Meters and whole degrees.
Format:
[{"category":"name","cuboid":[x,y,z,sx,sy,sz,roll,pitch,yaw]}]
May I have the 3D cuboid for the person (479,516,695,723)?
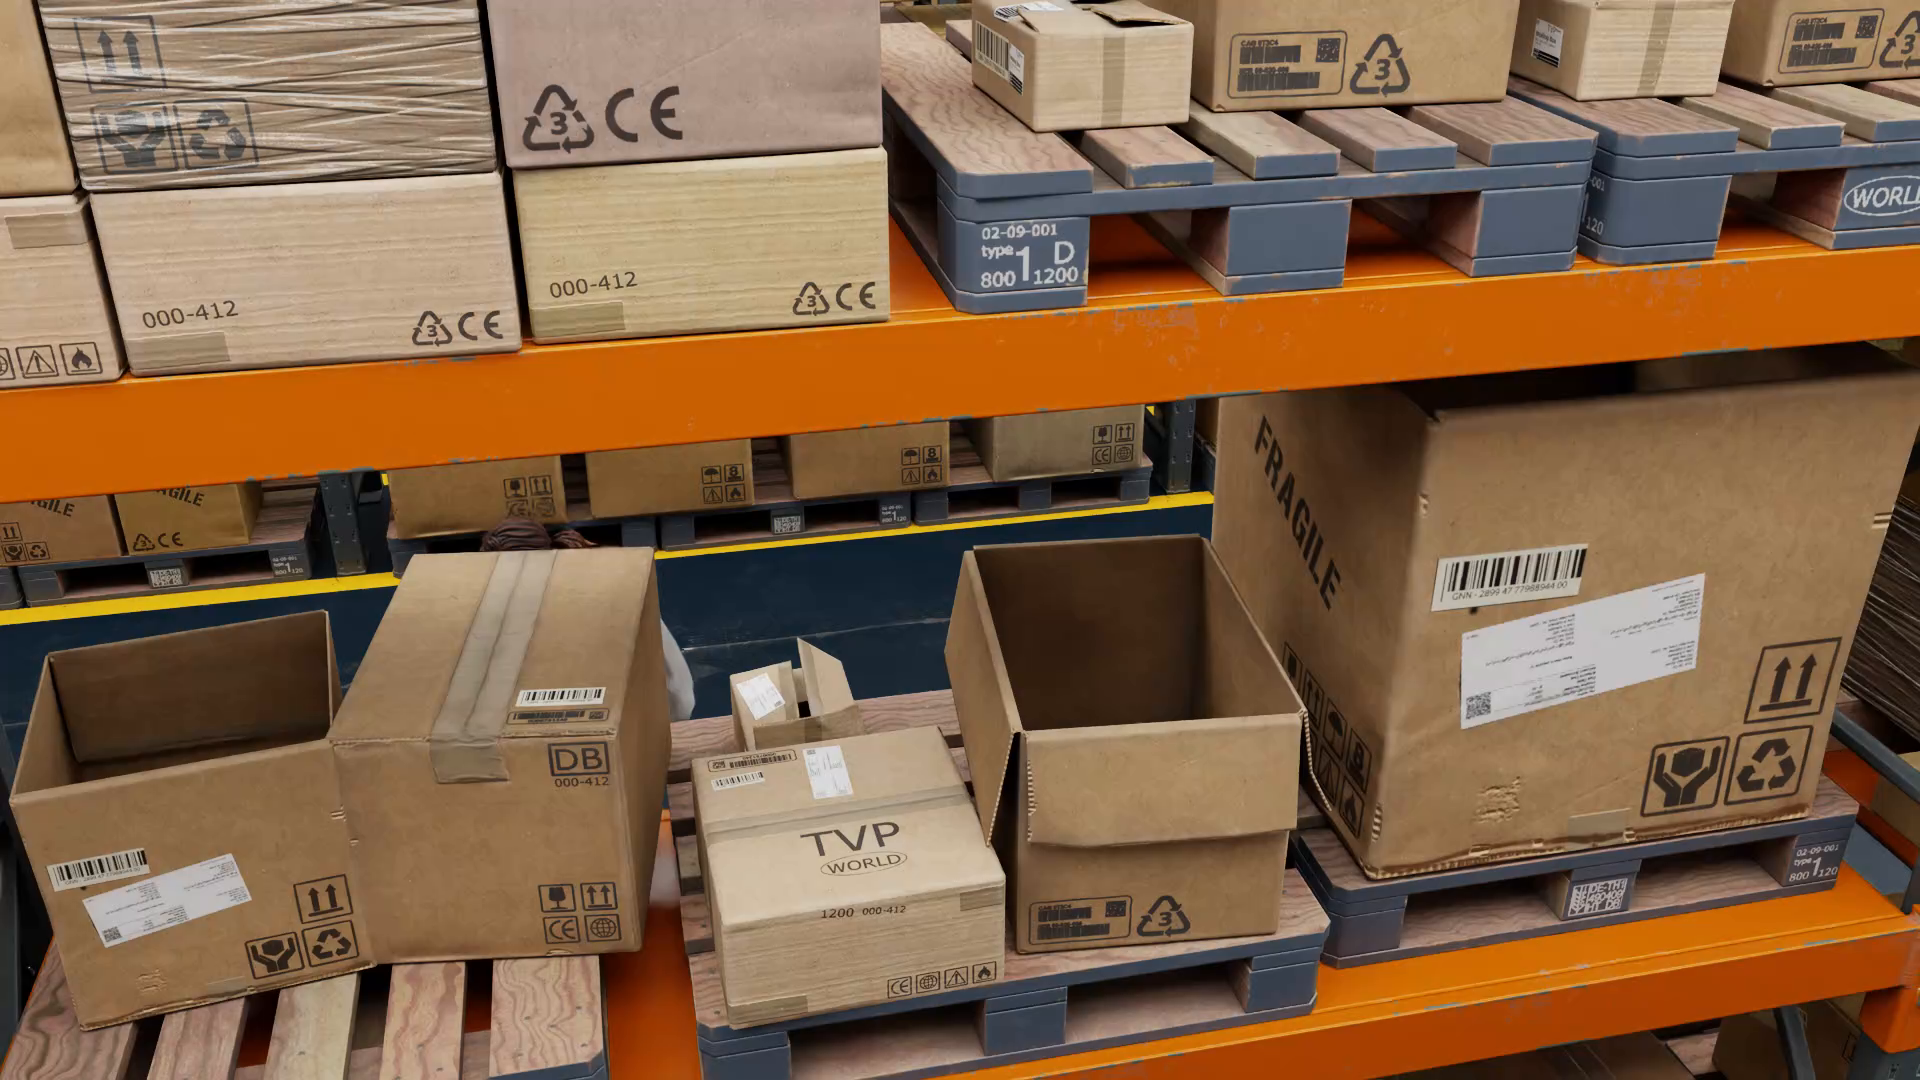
[{"category":"person","cuboid":[-1.137,0.561,5.274,0.595,1.444,0.489,-6,27,-11]}]
